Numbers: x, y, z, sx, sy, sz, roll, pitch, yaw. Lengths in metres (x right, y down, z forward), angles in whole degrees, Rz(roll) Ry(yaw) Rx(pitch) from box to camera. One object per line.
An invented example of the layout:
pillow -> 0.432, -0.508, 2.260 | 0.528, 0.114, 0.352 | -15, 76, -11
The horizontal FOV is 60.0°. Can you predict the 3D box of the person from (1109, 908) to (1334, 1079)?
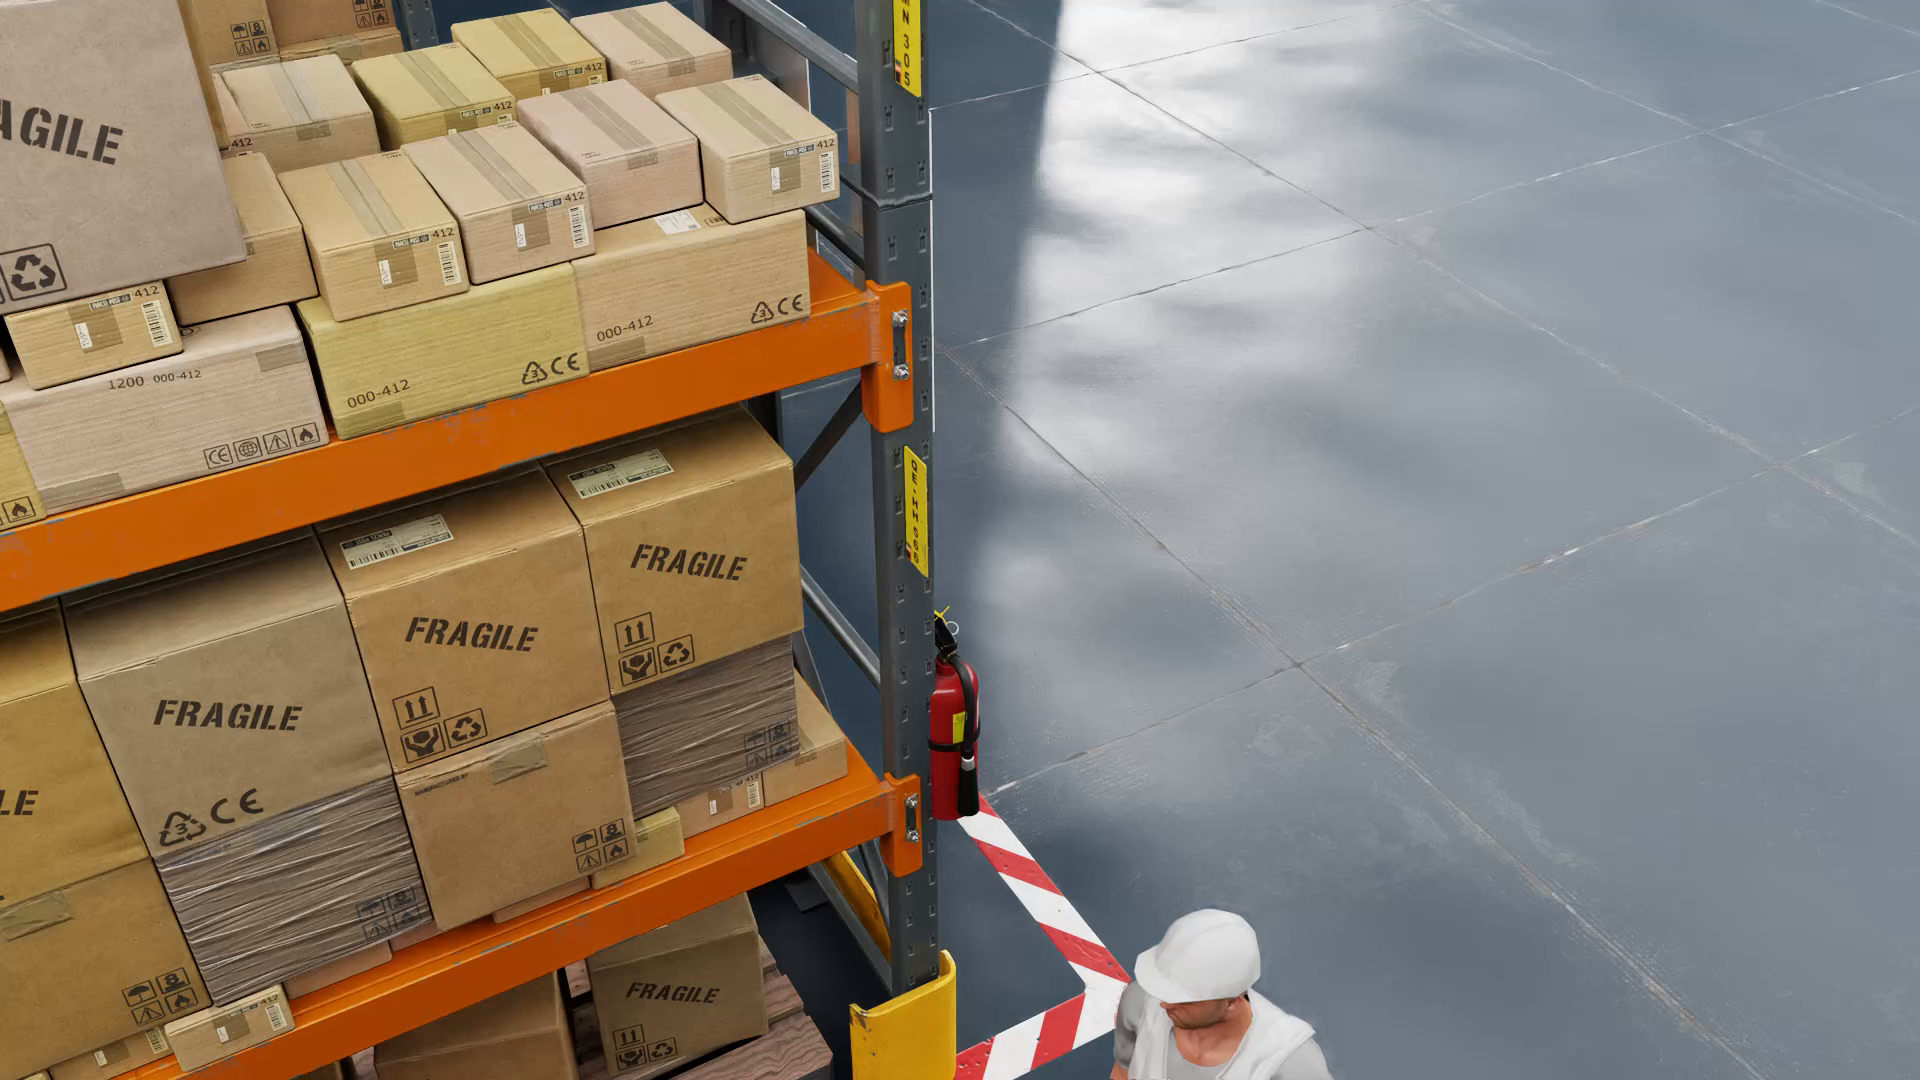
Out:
person -> 0.586, 1.602, 3.982 | 0.641, 1.832, 0.465 | 27, 44, 31
